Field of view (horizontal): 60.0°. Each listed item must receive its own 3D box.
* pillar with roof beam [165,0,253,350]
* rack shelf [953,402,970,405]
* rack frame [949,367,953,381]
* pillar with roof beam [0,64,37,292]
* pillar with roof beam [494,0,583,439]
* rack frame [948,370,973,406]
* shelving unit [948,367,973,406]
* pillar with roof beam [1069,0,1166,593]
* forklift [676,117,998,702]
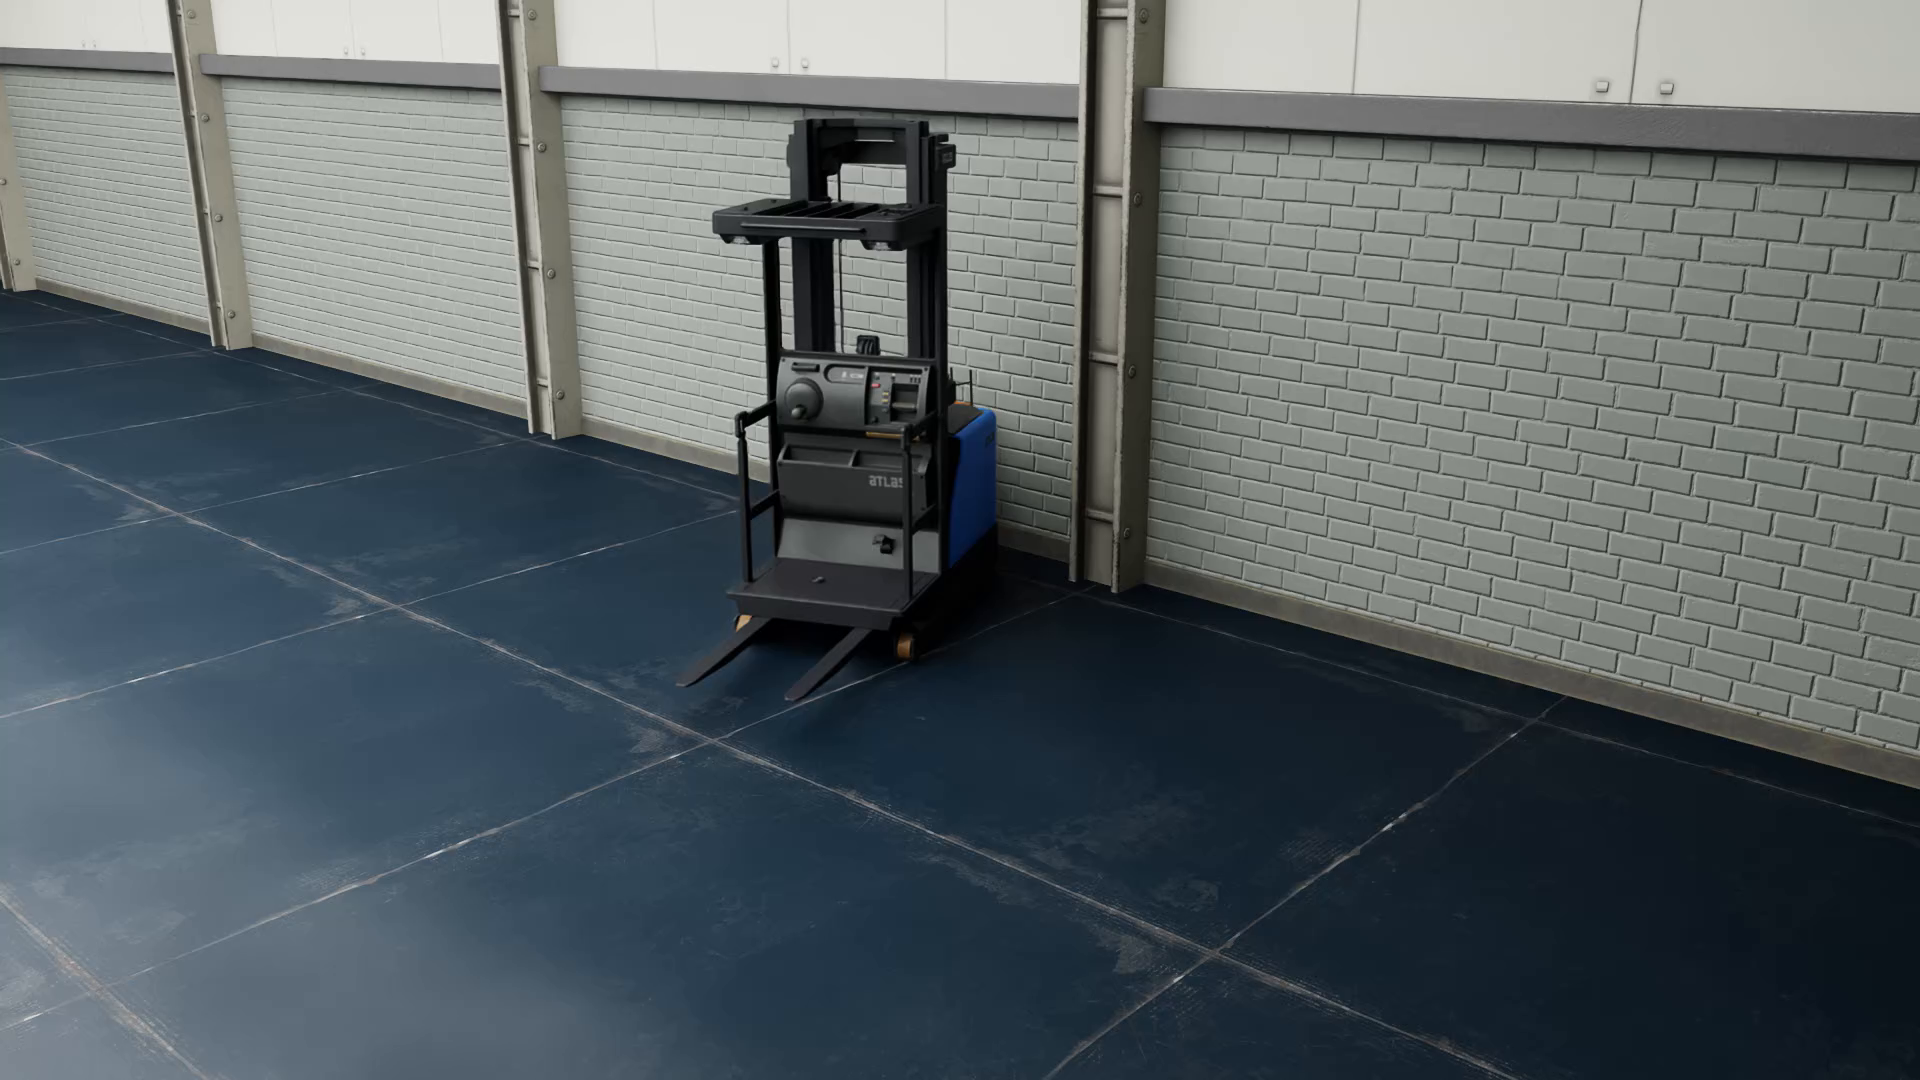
[{"bbox_3d":[-10.880,-5.460,13.941,0.400,9.000,9.100,15,23,39],"label":"pillar with roof beam"},{"bbox_3d":[-0.061,-0.869,11.312,0.180,0.103,0.258,13,22,43],"label":"rack shelf"},{"bbox_3d":[-0.117,-0.581,11.460,0.006,1.200,0.240,13,22,43],"label":"rack frame"},{"bbox_3d":[-15.368,-6.665,17.737,0.400,9.000,9.100,15,23,39],"label":"pillar with roof beam"},{"bbox_3d":[-6.392,-4.256,10.145,0.400,9.000,9.100,15,23,39],"label":"pillar with roof beam"},{"bbox_3d":[0.015,-0.550,11.336,0.006,1.200,0.240,13,22,43],"label":"rack frame"},{"bbox_3d":[-0.051,-0.566,11.398,0.189,1.200,0.258,13,22,43],"label":"shelving unit"},{"bbox_3d":[-1.905,-3.051,6.349,0.400,9.000,9.100,15,23,39],"label":"pillar with roof beam"},{"bbox_3d":[-0.683,-0.846,9.432,1.130,2.935,3.031,5,18,17],"label":"forklift"}]
